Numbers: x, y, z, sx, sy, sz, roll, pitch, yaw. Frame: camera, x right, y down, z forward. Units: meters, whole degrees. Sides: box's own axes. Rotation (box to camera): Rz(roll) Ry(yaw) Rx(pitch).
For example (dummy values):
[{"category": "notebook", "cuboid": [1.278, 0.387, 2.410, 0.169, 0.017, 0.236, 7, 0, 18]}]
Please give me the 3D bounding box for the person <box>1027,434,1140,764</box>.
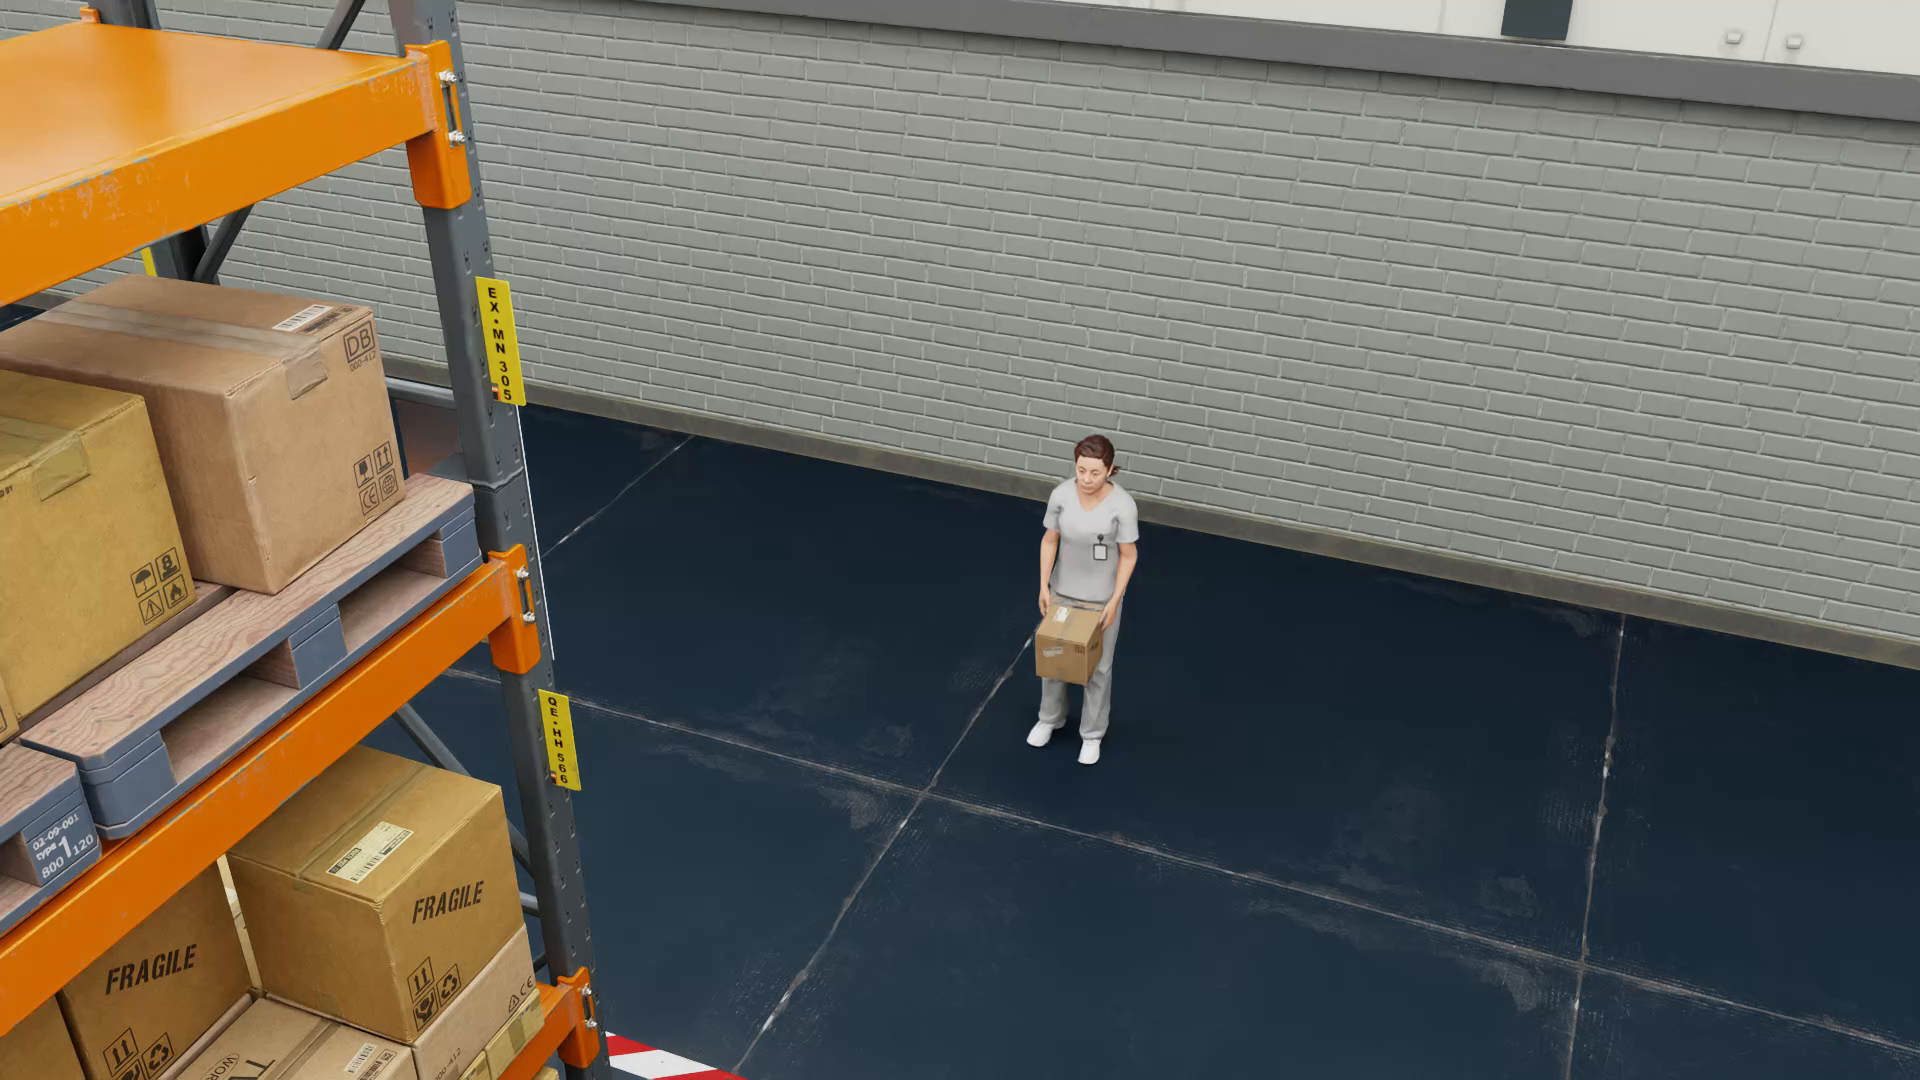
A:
[{"category": "person", "cuboid": [0.591, 0.277, 7.907, 0.467, 1.674, 0.414, 11, 31, 18]}]
